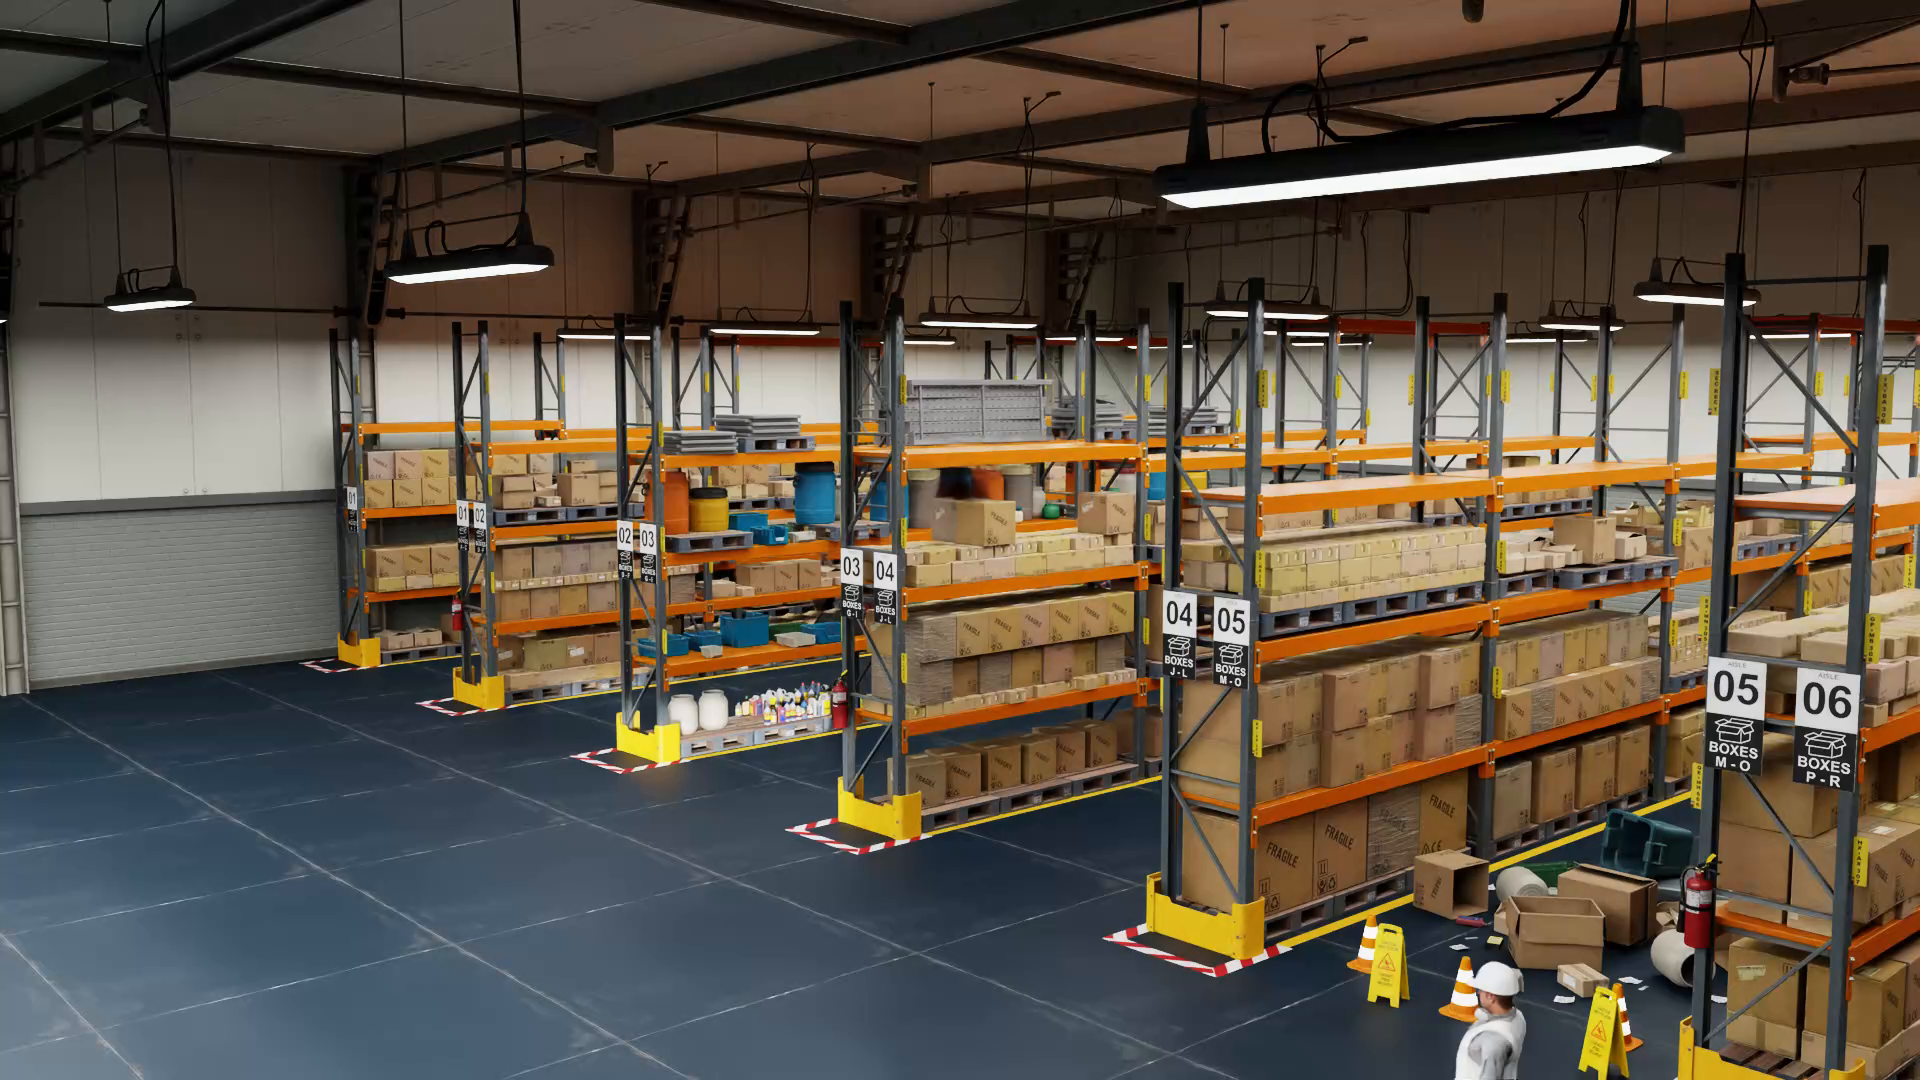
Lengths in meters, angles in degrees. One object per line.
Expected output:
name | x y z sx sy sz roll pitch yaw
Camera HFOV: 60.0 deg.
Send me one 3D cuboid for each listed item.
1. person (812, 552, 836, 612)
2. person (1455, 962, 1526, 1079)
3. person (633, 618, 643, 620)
person | -2.644 1.033 32.789 0.454 1.774 0.645 6 8 44
person | 3.049 3.318 9.746 0.499 1.766 0.590 1 6 12
person | -5.989 1.376 30.266 0.352 1.703 0.474 5 7 40
